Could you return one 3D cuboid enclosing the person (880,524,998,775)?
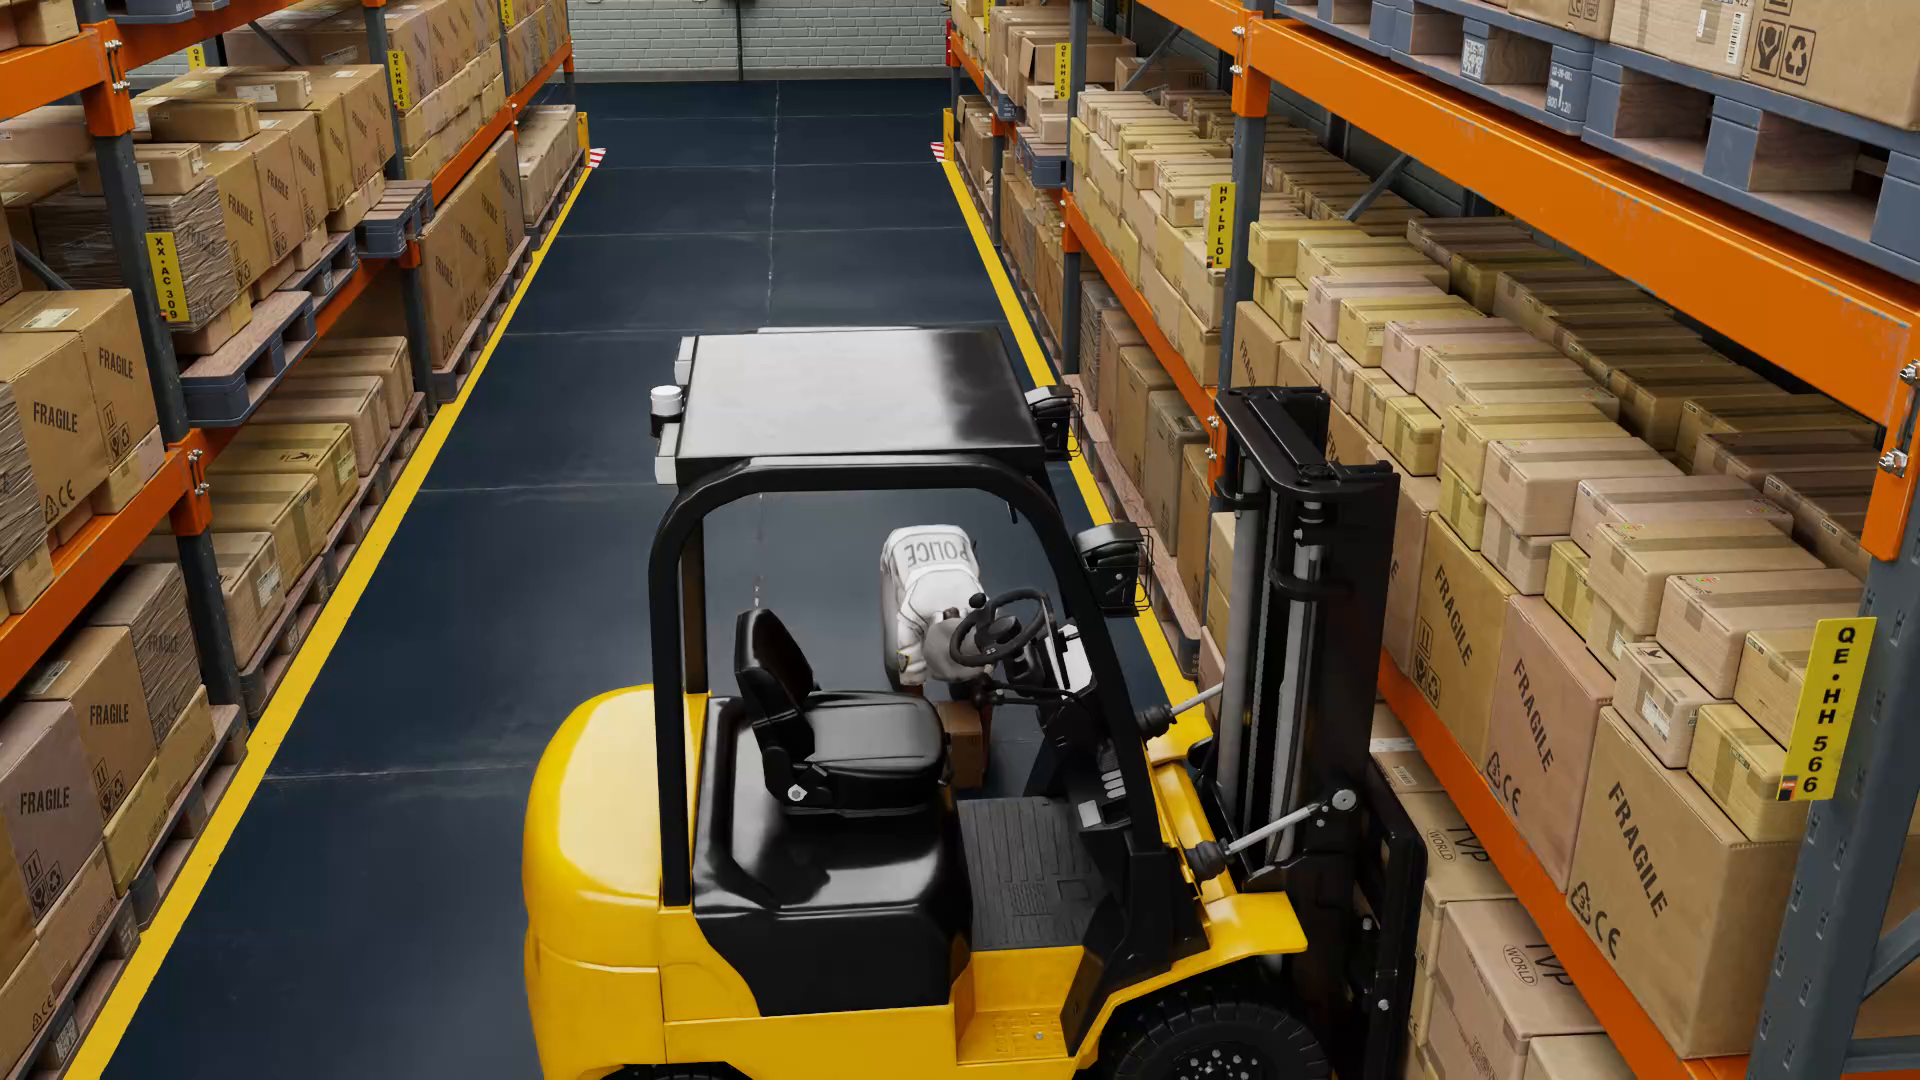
[{"bbox_3d":[-0.074,0.431,6.654,0.464,0.852,0.913,-3,24,-7],"label":"person"}]
